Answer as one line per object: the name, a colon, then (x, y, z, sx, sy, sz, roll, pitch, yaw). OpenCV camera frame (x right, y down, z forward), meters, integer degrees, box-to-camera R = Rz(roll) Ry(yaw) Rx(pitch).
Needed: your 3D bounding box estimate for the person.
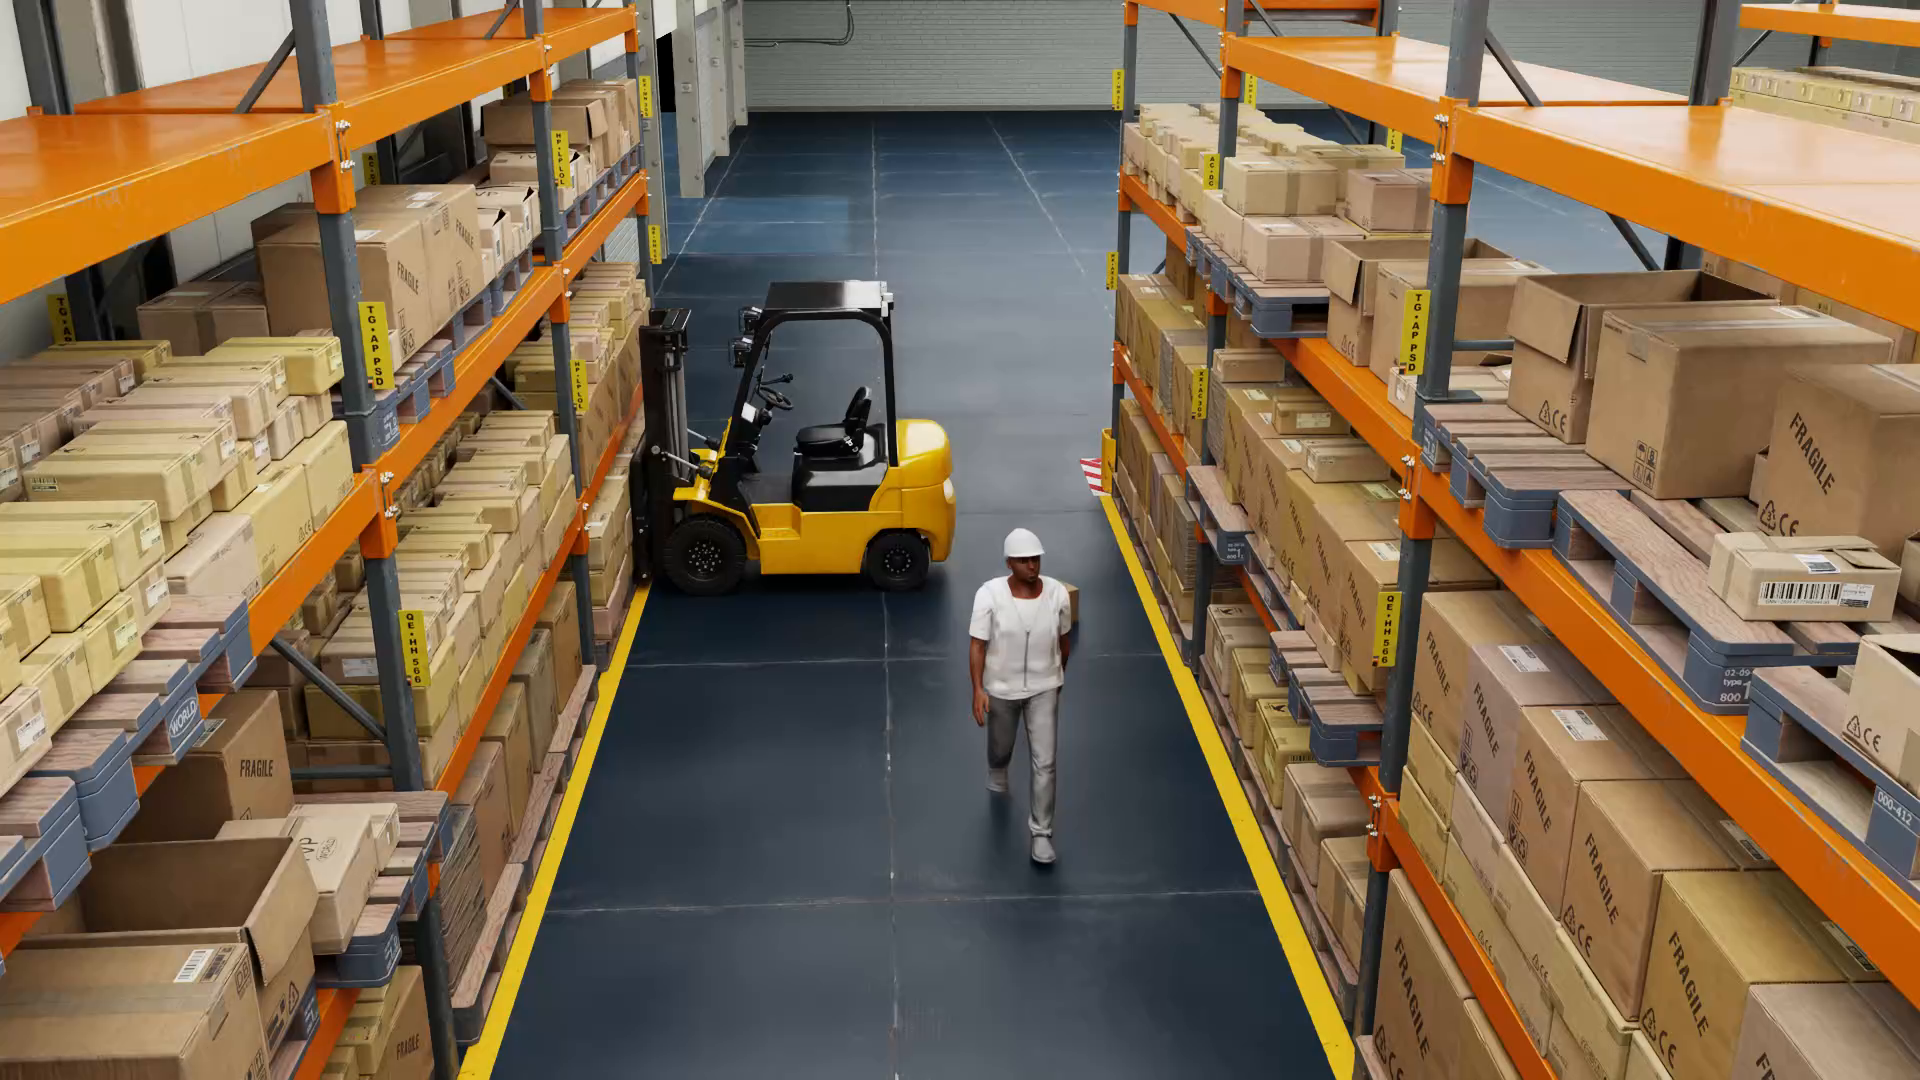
person: (0.328, 0.777, 8.938, 0.560, 1.724, 0.993, -1, 20, -3)
